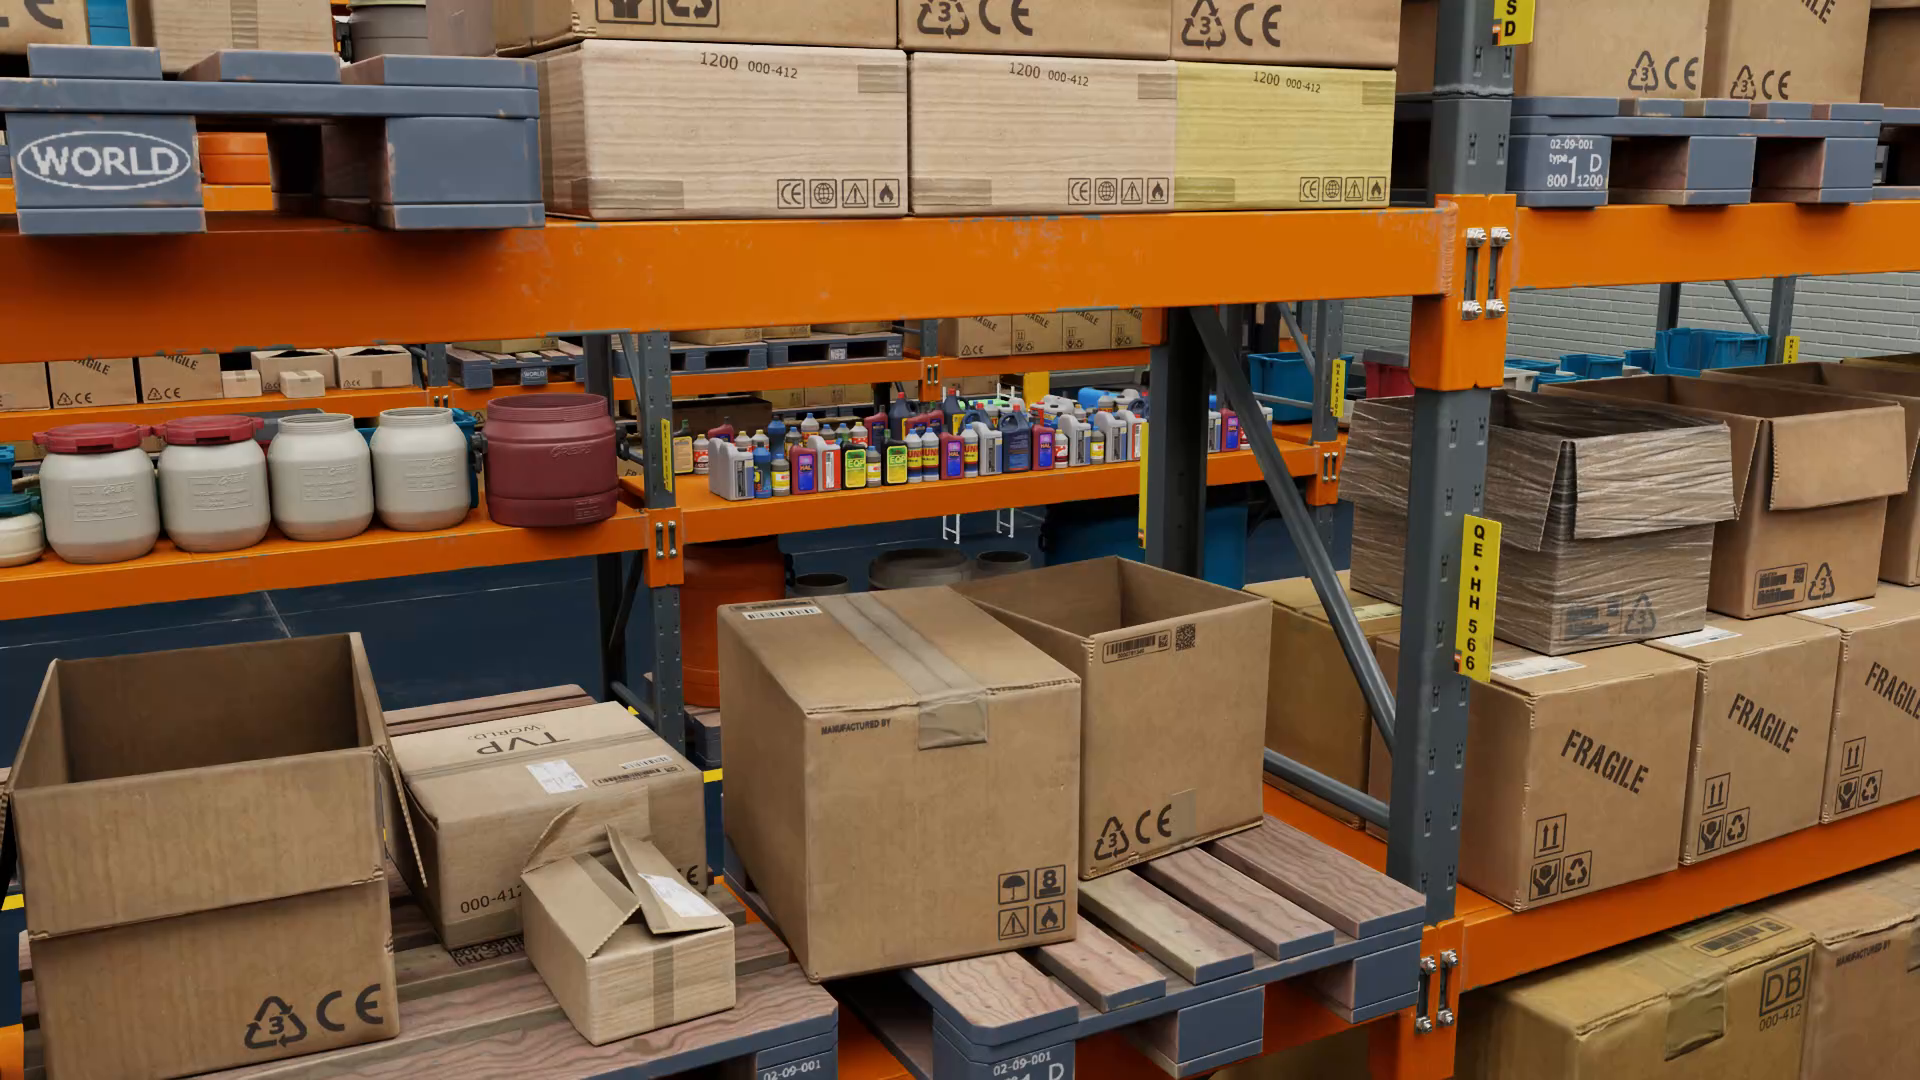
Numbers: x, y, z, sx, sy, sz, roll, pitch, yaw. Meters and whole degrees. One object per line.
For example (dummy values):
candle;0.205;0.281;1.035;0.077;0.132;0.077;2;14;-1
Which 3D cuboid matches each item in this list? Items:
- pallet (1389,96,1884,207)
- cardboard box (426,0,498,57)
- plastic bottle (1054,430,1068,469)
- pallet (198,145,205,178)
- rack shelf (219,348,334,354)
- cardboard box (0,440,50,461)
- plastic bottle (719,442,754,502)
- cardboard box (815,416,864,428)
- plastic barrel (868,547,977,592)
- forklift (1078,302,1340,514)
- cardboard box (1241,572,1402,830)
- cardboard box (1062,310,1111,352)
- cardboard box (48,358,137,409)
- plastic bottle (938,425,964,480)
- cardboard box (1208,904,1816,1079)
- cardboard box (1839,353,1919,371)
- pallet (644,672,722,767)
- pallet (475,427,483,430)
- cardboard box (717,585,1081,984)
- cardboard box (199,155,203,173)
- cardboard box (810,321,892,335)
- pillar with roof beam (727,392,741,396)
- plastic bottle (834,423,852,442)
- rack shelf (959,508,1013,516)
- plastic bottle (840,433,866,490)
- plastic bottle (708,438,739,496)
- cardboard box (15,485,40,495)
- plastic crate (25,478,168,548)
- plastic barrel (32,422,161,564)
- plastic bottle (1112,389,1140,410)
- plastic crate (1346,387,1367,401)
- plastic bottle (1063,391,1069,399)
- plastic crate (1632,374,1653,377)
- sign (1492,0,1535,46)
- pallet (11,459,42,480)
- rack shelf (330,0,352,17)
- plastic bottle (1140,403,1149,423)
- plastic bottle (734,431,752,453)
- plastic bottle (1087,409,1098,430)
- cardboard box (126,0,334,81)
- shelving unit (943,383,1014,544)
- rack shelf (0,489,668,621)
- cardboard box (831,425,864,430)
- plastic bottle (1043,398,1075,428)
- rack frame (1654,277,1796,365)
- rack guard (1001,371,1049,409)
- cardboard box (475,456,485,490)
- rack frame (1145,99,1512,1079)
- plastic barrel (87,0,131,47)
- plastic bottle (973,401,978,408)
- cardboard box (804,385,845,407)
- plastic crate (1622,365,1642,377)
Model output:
pallet;1.296;-0.910;3.920;1.003;0.211;1.213;-6;14;-25
cardboard box;-0.664;-1.110;3.012;0.500;0.500;0.500;-7;15;-29
plastic bottle;0.529;-0.488;8.898;0.097;0.201;0.097;0;13;0
pallet;-5.520;-2.535;11.139;1.213;0.211;1.003;-6;14;-25
rack shelf;-8.119;-1.763;15.751;4.000;0.370;1.077;-7;14;-28
cardboard box;-8.807;-1.044;15.606;0.500;0.500;0.700;-7;15;-29
plastic bottle;-1.082;-0.338;8.062;0.135;0.276;0.152;-7;14;-28
cardboard box;-1.017;-0.782;14.445;0.500;0.500;0.500;-8;15;-30
plastic barrel;-0.204;0.383;9.113;0.708;0.588;0.600;-7;14;-28
forklift;2.507;-1.730;14.122;3.031;2.935;1.130;-7;15;-29
cardboard box;1.071;0.391;4.314;0.500;0.500;0.500;-6;14;-26
cardboard box;0.990;-1.948;14.704;0.500;0.500;0.500;-7;14;-28
cardboard box;-5.914;-1.184;11.311;0.500;0.500;0.500;-7;14;-28
plastic bottle;-0.046;-0.455;8.563;0.133;0.283;0.061;-7;14;-28
cardboard box;1.372;1.302;4.374;0.875;0.875;1.225;-8;15;-30
cardboard box;3.103;-0.281;5.014;0.637;0.503;0.797;-7;14;-27
pallet;-0.945;0.854;8.834;1.213;0.211;1.003;-7;14;-28
pallet;-4.566;-1.160;17.783;1.213;0.211;1.003;-7;14;-28
cardboard box;-0.141;0.428;3.192;0.500;0.500;0.700;-5;13;-20
cardboard box;-7.106;-3.815;16.125;0.500;0.500;0.500;-7;14;-28
cardboard box;-0.999;-2.038;14.150;0.700;0.500;0.500;11;17;41
pillar with roof beam;-0.590;-5.083;15.199;0.400;9.000;9.100;-7;14;-28
plastic bottle;-0.641;-0.538;9.119;0.097;0.201;0.097;0;13;0
rack shelf;0.145;-0.306;13.122;0.480;0.148;0.258;-7;14;-28
plastic bottle;-0.537;-0.396;8.301;0.133;0.283;0.061;-7;14;-28
plastic bottle;-1.155;-0.367;8.193;0.135;0.276;0.152;-7;14;-28
cardboard box;-6.120;-0.188;11.143;0.500;0.311;0.500;-7;15;-30
plastic crate;-3.734;-0.129;7.333;0.662;0.188;0.450;-7;14;-28
plastic barrel;-3.539;-0.197;6.841;0.433;0.535;0.433;0;13;0
plastic bottle;0.984;-0.762;9.946;0.135;0.276;0.152;-7;14;-28
plastic crate;2.748;-0.901;10.770;0.590;0.125;0.437;-7;14;-28
plastic bottle;0.588;-0.730;9.785;0.133;0.283;0.061;-7;14;-28
plastic crate;4.776;-1.037;11.349;0.243;0.136;0.396;-7;14;-28
sign;1.015;-1.072;3.030;0.005;0.325;0.100;-7;14;-28
pallet;-9.192;-0.626;15.408;1.213;0.211;1.003;-7;14;-28
rack shelf;-5.742;-3.541;10.896;4.000;0.370;1.077;-7;14;-28
plastic bottle;1.082;-0.633;9.202;0.185;0.351;0.144;-7;14;-28
plastic bottle;-1.154;-0.476;8.846;0.097;0.201;0.097;0;13;0
plastic bottle;0.746;-0.586;9.175;0.097;0.271;0.097;0;13;0
cardboard box;-1.157;-0.811;2.624;0.250;0.166;0.380;-7;15;-29
shelving unit;0.145;-0.603;13.055;0.503;1.200;0.258;-7;14;-28
rack shelf;-3.372;0.146;7.267;4.000;0.370;1.077;-7;14;-28
cardboard box;-0.772;-0.679;13.987;0.500;0.500;0.500;-7;14;-28
plastic bottle;0.565;-0.674;9.554;0.135;0.276;0.152;-7;14;-28
rack frame;5.405;-1.257;11.863;0.127;3.000;1.000;-7;14;-28
rack guard;0.679;-1.949;20.632;0.348;0.500;1.175;-7;14;-28
cardboard box;-3.450;-0.358;12.561;0.500;0.500;0.500;-6;14;-25
rack frame;0.756;0.539;3.882;0.127;3.000;1.000;-7;14;-28
plastic barrel;-3.637;-1.936;6.904;0.708;0.901;0.600;-7;14;-28
plastic bottle;0.089;-0.659;9.500;0.097;0.271;0.097;0;13;0
cardboard box;-1.705;-1.842;19.199;0.500;0.500;0.700;-7;14;-28
plastic crate;4.709;-1.177;11.973;0.298;0.136;0.250;-7;14;-28
